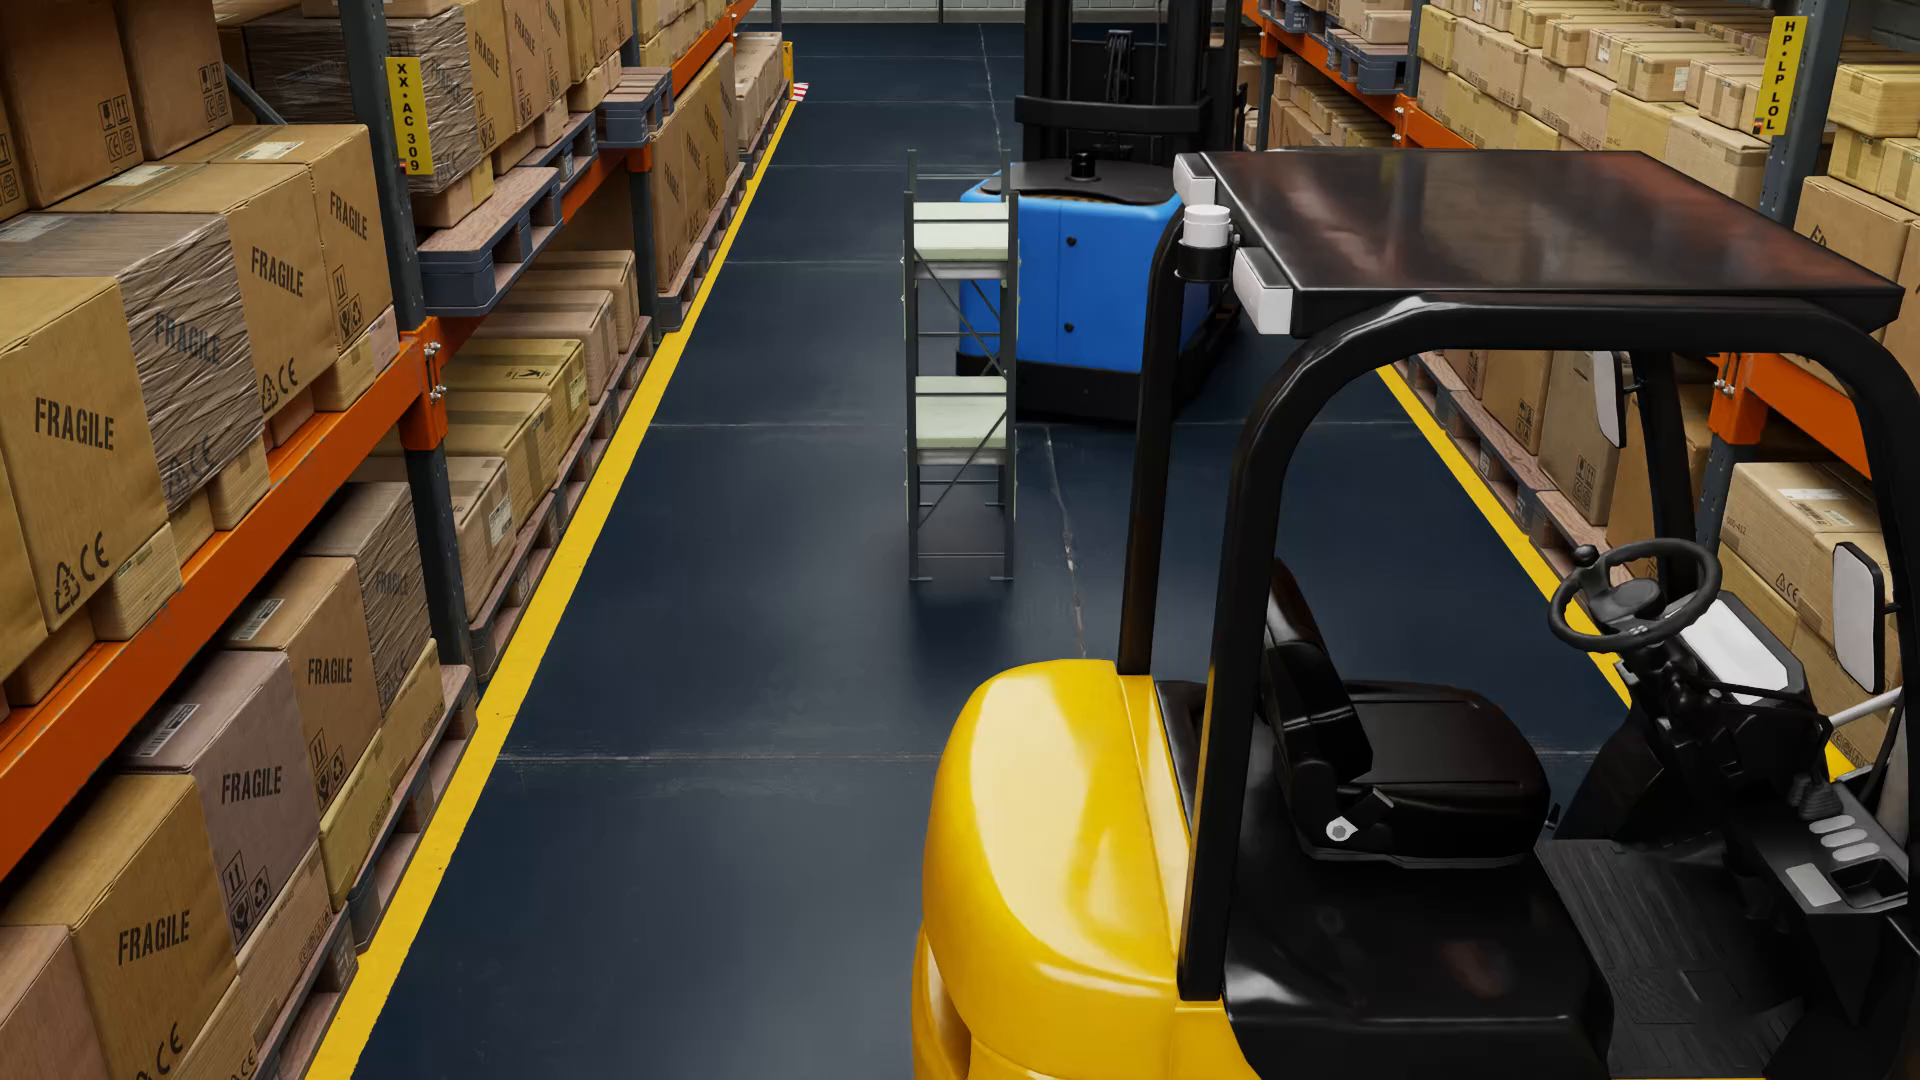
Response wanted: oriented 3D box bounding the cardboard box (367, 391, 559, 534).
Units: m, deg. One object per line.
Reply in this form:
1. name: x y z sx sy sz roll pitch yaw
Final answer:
1. cardboard box: -2.124 -0.306 6.465 0.950 0.372 0.625 1 24 3

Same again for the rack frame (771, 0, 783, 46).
1. rack frame: -2.236 -5.744 15.811 1.000 3.000 0.127 0 24 -1

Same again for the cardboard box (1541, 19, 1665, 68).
1. cardboard box: 2.509 -1.939 6.490 0.380 0.149 0.250 -1 24 -2

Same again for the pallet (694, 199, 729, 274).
1. pallet: -2.092 -2.004 10.924 1.003 0.211 1.213 0 24 -1

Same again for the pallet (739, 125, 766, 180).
1. pallet: -2.122 -3.139 13.435 1.003 0.211 1.213 0 24 -1

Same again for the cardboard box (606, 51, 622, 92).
1. cardboard box: -1.787 -2.177 7.718 0.380 0.149 0.250 0 24 -1

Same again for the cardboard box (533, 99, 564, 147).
1. cardboard box: -1.781 -1.643 6.537 0.380 0.149 0.250 1 24 1

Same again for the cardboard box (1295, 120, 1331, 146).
1. cardboard box: 2.568 -2.547 11.265 0.500 0.500 0.500 -1 24 -2

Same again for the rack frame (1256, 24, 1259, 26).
1. rack frame: 2.727 -5.768 15.863 1.000 3.000 0.127 0 24 -1

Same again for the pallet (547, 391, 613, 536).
1. pallet: -2.131 -0.354 7.276 1.003 0.211 1.213 0 24 -1

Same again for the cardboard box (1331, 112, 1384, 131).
1. cardboard box: 2.618 -2.670 10.750 0.380 0.149 0.250 0 24 0

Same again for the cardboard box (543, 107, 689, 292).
1. cardboard box: -2.073 -1.956 9.503 0.875 0.875 0.875 0 24 -1

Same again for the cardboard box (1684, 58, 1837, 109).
1. cardboard box: 2.662 -1.511 5.543 0.380 0.149 0.250 0 24 -1

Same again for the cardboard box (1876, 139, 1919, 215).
1. cardboard box: 2.603 -0.925 4.247 0.380 0.149 0.250 0 24 1

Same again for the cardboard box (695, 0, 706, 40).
1. cardboard box: -1.944 -3.426 10.867 0.500 0.250 0.500 -1 24 -2

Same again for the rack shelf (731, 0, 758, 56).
1. rack shelf: -2.214 -4.592 14.137 1.077 0.370 4.000 0 24 -1

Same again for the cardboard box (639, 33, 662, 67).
1. cardboard box: -1.902 -2.582 9.001 0.500 0.250 0.500 -1 24 -1

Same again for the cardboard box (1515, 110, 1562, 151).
1. cardboard box: 2.592 -1.586 6.799 0.500 0.250 0.500 1 24 1

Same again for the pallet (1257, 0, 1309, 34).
1. pallet: 2.671 -3.703 11.530 1.003 0.211 1.213 0 24 -1

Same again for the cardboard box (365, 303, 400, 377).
1. cardboard box: -1.797 -0.554 4.640 0.380 0.149 0.250 -1 24 -1

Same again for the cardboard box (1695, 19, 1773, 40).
1. cardboard box: 3.099 -1.939 6.488 0.380 0.149 0.250 0 24 0

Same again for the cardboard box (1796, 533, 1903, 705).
1. cardboard box: 2.545 0.194 4.295 0.500 0.250 0.500 0 24 0

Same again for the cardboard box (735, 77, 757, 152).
1. cardboard box: -2.092 -3.379 13.181 0.875 0.438 0.875 -1 24 -1

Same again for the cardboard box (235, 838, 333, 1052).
1. cardboard box: -1.813 0.933 3.873 0.500 0.250 0.500 0 24 0

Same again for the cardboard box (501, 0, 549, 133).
1. cardboard box: -1.821 -1.777 6.046 0.500 0.500 0.500 0 24 -1

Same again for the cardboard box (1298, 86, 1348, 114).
1. cardboard box: 2.604 -3.099 11.699 0.380 0.149 0.250 -1 24 -3

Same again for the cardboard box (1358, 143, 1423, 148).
1. cardboard box: 2.563 -2.243 9.806 0.380 0.149 0.250 -1 24 -2

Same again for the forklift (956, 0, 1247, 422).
1. forklift: 0.941 -2.465 8.643 1.130 2.935 3.031 8 26 17

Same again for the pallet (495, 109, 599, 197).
1. pallet: -2.086 -1.545 6.758 1.003 0.211 1.213 0 24 -1

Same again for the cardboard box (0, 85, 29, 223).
1. cardboard box: -2.355 -0.836 3.263 0.700 0.500 0.500 -1 24 -2

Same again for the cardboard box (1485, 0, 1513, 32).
1. cardboard box: 2.572 -2.357 7.412 0.380 0.149 0.250 0 24 0

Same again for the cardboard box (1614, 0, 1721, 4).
1. cardboard box: 3.150 -2.364 7.429 0.380 0.149 0.250 -1 24 -2

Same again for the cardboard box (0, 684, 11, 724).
1. cardboard box: -1.853 0.289 2.776 0.380 0.149 0.250 1 24 1

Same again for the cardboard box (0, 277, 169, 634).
1. cardboard box: -1.818 -0.162 2.985 0.500 0.500 0.500 -1 24 -2

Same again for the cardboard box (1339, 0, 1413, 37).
1. cardboard box: 2.480 -3.028 9.477 0.500 0.250 0.500 -1 24 -3

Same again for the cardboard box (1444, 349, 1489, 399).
1. cardboard box: 2.823 -1.055 7.814 0.875 0.625 0.625 1 24 1

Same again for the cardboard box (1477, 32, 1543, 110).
1. cardboard box: 2.567 -2.025 7.163 0.500 0.250 0.500 -1 24 -2

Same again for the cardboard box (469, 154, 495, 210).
1. cardboard box: -1.789 -1.208 5.577 0.380 0.149 0.250 0 24 1

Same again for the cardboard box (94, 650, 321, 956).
1. cardboard box: -1.816 0.583 3.739 0.500 0.500 0.500 1 24 2

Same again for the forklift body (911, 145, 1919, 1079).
1. forklift body: 1.057 0.438 3.170 2.313 2.155 1.214 0 24 -1

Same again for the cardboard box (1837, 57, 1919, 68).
1. cardboard box: 3.117 -1.524 5.571 0.380 0.149 0.250 0 24 -1

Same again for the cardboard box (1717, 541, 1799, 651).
1. cardboard box: 2.555 0.211 4.864 0.500 0.250 0.500 0 24 -1

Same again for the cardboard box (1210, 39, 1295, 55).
1. cardboard box: 2.610 -4.216 14.955 0.700 0.500 0.500 1 24 2

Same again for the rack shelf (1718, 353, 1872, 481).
1. rack shelf: 2.880 0.329 3.256 1.077 0.370 4.000 0 24 -1

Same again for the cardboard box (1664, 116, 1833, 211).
1. cardboard box: 2.597 -1.184 5.303 0.500 0.250 0.500 -1 24 -2

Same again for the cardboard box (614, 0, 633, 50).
1. cardboard box: -1.866 -2.634 7.942 0.500 0.500 0.500 -1 24 -2

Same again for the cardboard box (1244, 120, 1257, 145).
1. cardboard box: 2.471 -3.240 13.225 0.380 0.149 0.250 -1 24 -2

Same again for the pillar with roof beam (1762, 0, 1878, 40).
1. pillar with roof beam: -0.575 -4.652 6.117 9.100 9.000 0.400 0 24 -1

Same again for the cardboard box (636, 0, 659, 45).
1. cardboard box: -1.907 -2.817 8.914 0.500 0.250 0.500 0 24 -1

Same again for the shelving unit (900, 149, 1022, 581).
1. shelving unit: 0.000 -0.681 6.435 0.431 1.500 0.755 0 24 -1

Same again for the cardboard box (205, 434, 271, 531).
1. cardboard box: -1.782 -0.135 3.714 0.380 0.149 0.250 -1 24 -1

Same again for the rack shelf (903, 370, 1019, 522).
1. rack shelf: 0.000 -0.384 6.569 0.431 0.370 0.720 0 24 -1
